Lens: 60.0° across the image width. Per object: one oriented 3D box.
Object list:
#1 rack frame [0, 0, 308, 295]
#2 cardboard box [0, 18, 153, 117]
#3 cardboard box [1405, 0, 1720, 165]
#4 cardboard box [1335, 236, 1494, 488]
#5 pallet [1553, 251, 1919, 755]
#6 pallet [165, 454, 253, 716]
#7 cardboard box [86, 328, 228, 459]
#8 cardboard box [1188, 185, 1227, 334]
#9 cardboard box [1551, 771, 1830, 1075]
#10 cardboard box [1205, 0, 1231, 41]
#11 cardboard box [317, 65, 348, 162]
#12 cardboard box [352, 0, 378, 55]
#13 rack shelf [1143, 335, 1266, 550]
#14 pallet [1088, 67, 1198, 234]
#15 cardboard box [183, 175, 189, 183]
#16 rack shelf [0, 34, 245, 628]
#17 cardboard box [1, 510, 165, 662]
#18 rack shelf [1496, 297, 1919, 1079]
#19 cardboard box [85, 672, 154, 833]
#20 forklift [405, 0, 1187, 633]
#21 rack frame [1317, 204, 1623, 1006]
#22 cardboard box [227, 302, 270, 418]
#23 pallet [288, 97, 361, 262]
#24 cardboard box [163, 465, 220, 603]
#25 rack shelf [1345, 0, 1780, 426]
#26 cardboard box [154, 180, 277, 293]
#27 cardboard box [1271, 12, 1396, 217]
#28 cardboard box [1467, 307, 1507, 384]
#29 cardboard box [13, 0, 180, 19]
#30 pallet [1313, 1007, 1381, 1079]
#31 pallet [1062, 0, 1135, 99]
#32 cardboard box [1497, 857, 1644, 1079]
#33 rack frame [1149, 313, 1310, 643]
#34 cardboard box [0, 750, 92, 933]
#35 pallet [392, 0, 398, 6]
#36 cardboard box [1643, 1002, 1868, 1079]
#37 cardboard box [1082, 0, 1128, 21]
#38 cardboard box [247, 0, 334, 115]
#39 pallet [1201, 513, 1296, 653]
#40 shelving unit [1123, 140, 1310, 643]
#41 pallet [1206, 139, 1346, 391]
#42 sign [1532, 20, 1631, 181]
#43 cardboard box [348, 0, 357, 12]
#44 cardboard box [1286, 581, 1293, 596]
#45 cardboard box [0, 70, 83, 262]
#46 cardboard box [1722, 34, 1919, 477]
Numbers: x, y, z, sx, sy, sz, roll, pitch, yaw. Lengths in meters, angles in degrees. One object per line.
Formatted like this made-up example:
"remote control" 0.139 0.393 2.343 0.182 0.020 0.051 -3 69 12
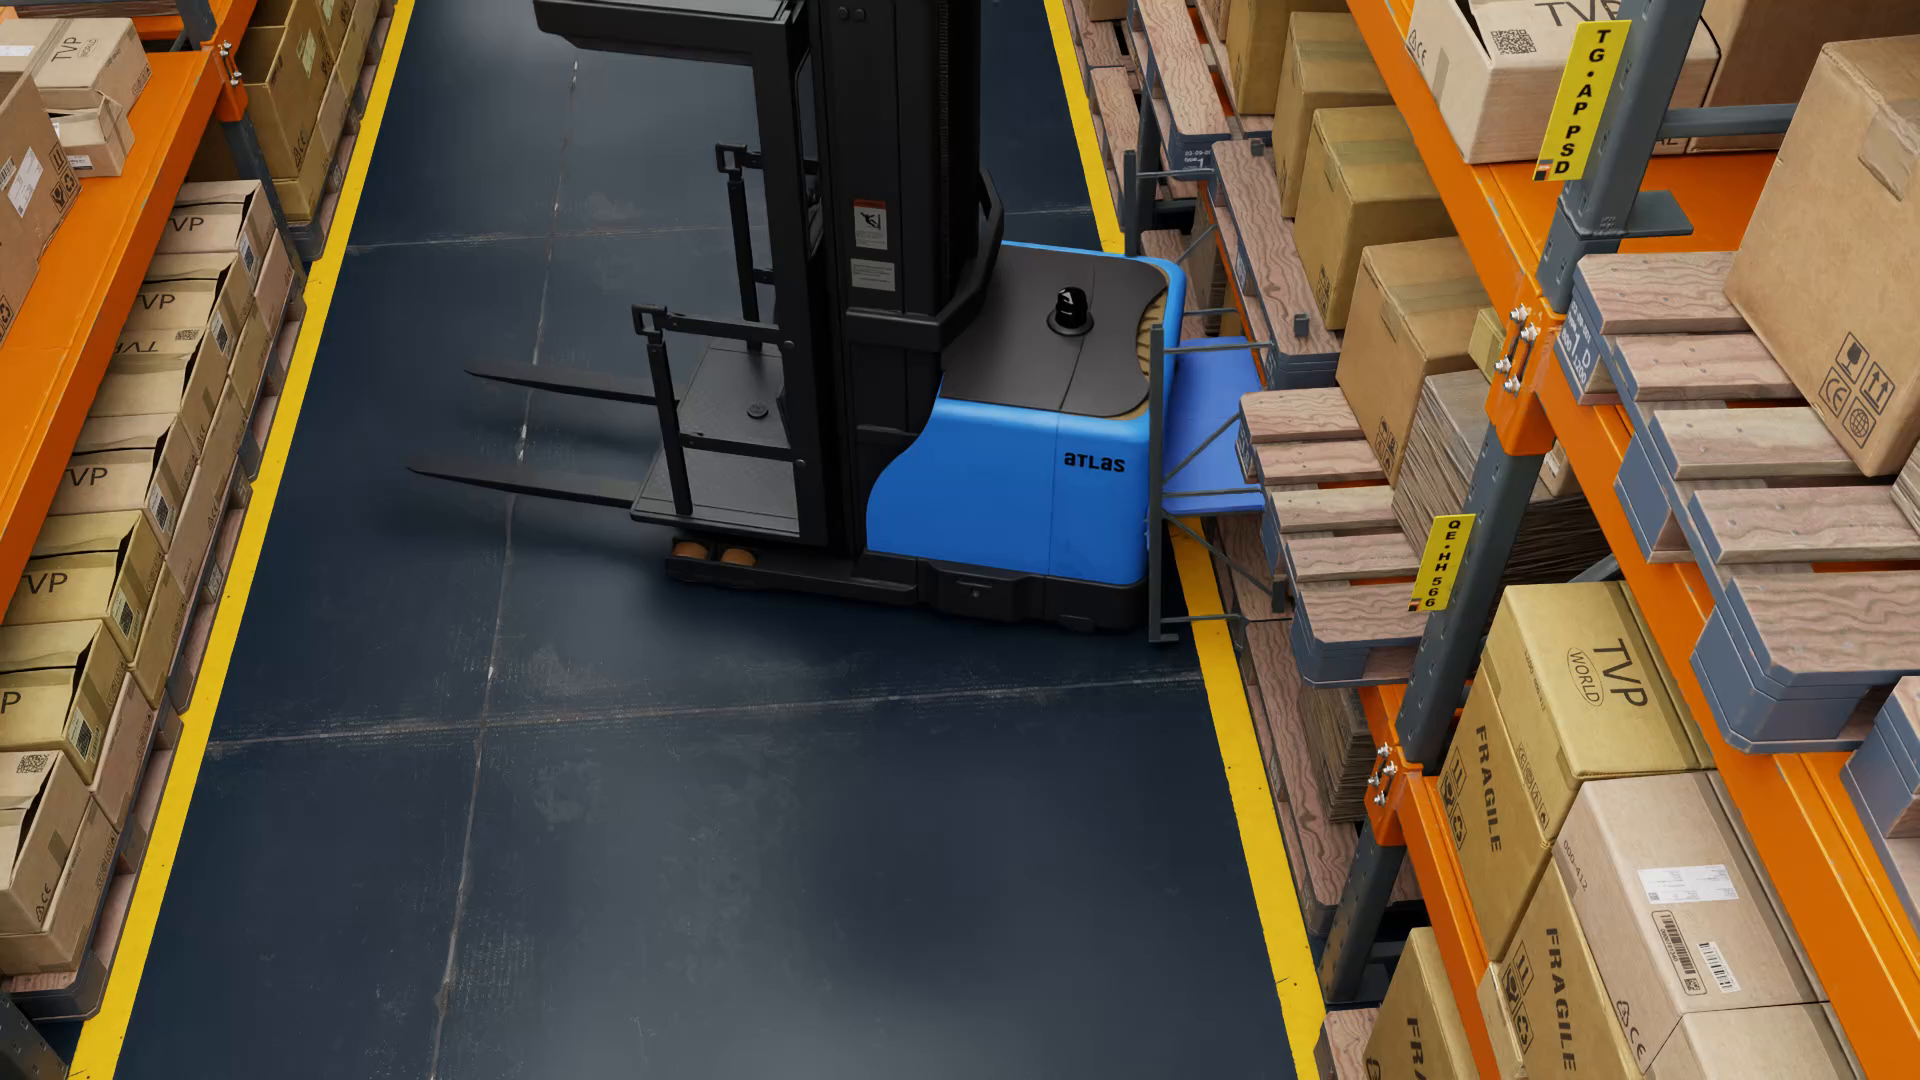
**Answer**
"rack frame" -3.604 -2.202 6.770 1.000 3.000 0.127 -3 47 -3
"cardboard box" -3.520 -1.797 6.490 0.500 0.250 0.500 -1 47 -1
"cardboard box" 1.337 -1.124 3.731 0.500 0.311 0.500 -3 47 -3
"cardboard box" 1.543 -0.540 4.824 0.700 0.500 0.500 -7 47 -7
"pallet" 1.773 -0.116 2.858 1.213 0.211 1.003 -2 47 -1
"pallet" -3.398 0.172 6.442 1.003 0.211 1.213 -3 47 -3
"cardboard box" -3.195 -0.581 6.453 0.500 0.311 0.500 -4 47 -3
"cardboard box" 1.410 -1.266 7.302 0.700 0.500 0.500 -2 47 -2
"cardboard box" 1.493 0.719 3.199 0.500 0.250 0.500 -4 47 -4
"cardboard box" 1.340 -2.322 6.511 0.700 0.500 0.500 -3 47 -3
"cardboard box" -3.378 -2.117 8.294 0.500 0.250 0.500 -3 47 -3
"cardboard box" -3.462 -2.841 8.979 0.500 0.250 0.500 -3 47 -3
"rack shelf" 0.917 -0.398 6.273 0.538 0.185 1.000 -4 45 3
"pallet" 1.240 -2.031 8.528 1.003 0.211 1.213 -3 47 -3
"cardboard box" -3.861 -1.724 7.921 0.500 0.250 0.500 -3 47 -3
"rack shelf" -3.437 -0.508 5.661 1.077 0.370 4.000 -3 47 -3
"cardboard box" -3.113 0.154 5.756 0.500 0.311 0.500 -5 47 -4
"rack shelf" 1.834 1.051 2.118 1.077 0.370 4.000 -3 47 -3
"cardboard box" -3.064 0.732 5.595 0.500 0.250 0.500 -5 47 -4
"forklift" -0.699 -1.183 5.852 3.031 2.935 1.130 8 47 7
"rack frame" 1.667 0.388 4.317 1.000 3.000 0.127 -3 47 -3
"cardboard box" -3.240 -0.753 7.002 0.500 0.250 0.500 -4 47 -4
"pallet" -3.629 -1.822 8.330 1.003 0.211 1.213 -3 47 -3
"cardboard box" -3.156 -0.015 6.302 0.500 0.250 0.500 -3 47 -2
"rack shelf" 1.499 -1.843 4.859 1.077 0.370 4.000 -3 47 -3
"cardboard box" -3.285 -1.319 7.151 0.500 0.311 0.500 -3 47 -3
"cardboard box" 1.466 -1.442 5.678 0.700 0.500 0.500 2 47 2
"cardboard box" 1.566 -0.501 4.340 0.380 0.149 0.250 -11 47 -10
"cardboard box" -3.648 -2.558 7.037 0.700 0.500 0.500 -5 47 -4
"pallet" 1.657 1.922 4.785 1.003 0.211 1.213 -3 47 -3
"pallet" 1.135 -2.916 9.366 1.003 0.211 1.213 -3 47 -3
"cardboard box" 1.487 0.991 3.458 0.500 0.500 0.500 -2 47 -2
"rack frame" 0.910 -0.164 5.787 0.500 1.500 0.032 -4 45 3
"cardboard box" -3.021 0.903 5.047 0.500 0.311 0.500 -2 47 -2
"pallet" -3.833 -3.587 10.002 1.003 0.211 1.213 -3 47 -3
"cardboard box" 1.539 1.081 2.856 0.500 0.250 0.500 -3 47 -3
"cardboard box" 1.024 -3.240 9.171 0.700 0.500 0.500 -6 47 -6
"cardboard box" -3.381 -2.375 8.021 0.500 0.500 0.500 -3 47 -3
"pallet" 1.504 -0.099 6.699 1.003 0.211 1.213 -3 47 -3
"shelving unit" 0.903 -0.524 6.146 0.538 1.500 1.048 -4 45 3
"pallet" 1.460 -0.976 5.740 1.003 0.211 1.213 -3 47 -3
"sign" 1.126 -0.790 3.010 0.100 0.325 0.005 -3 47 -3
"cardboard box" -3.459 -3.099 8.707 0.500 0.500 0.500 -3 47 -3
"cardboard box" 1.557 -0.159 6.253 0.700 0.500 0.500 -4 47 -4
"cardboard box" -3.512 -1.299 5.845 0.500 0.500 0.500 0 47 0
"cardboard box" 1.764 -0.489 2.709 0.700 0.500 0.500 -7 47 -6
